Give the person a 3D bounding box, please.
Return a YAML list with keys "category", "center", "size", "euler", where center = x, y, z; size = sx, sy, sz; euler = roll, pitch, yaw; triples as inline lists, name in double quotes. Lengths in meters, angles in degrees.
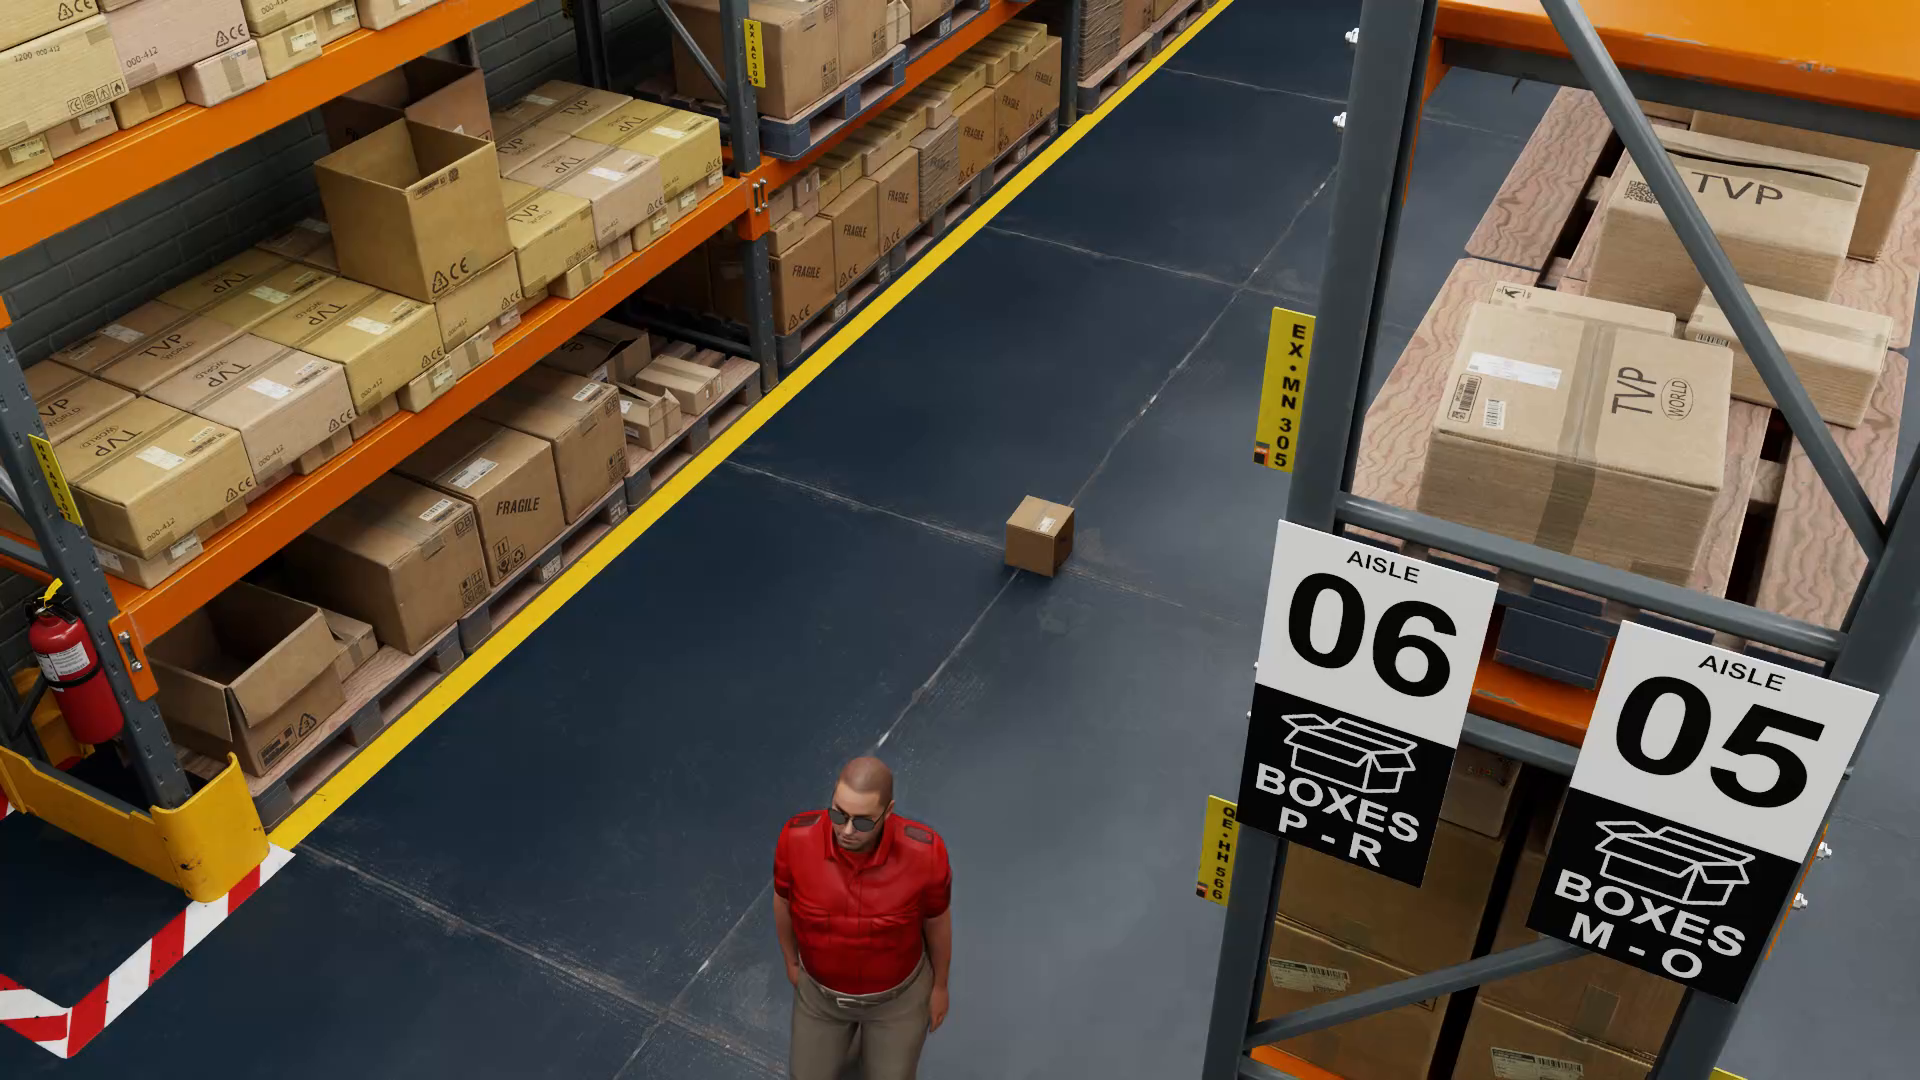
- category: "person"
  center: [-0.296, 1.062, 4.810]
  size: [0.538, 1.036, 0.340]
  euler: [4, 38, 6]
